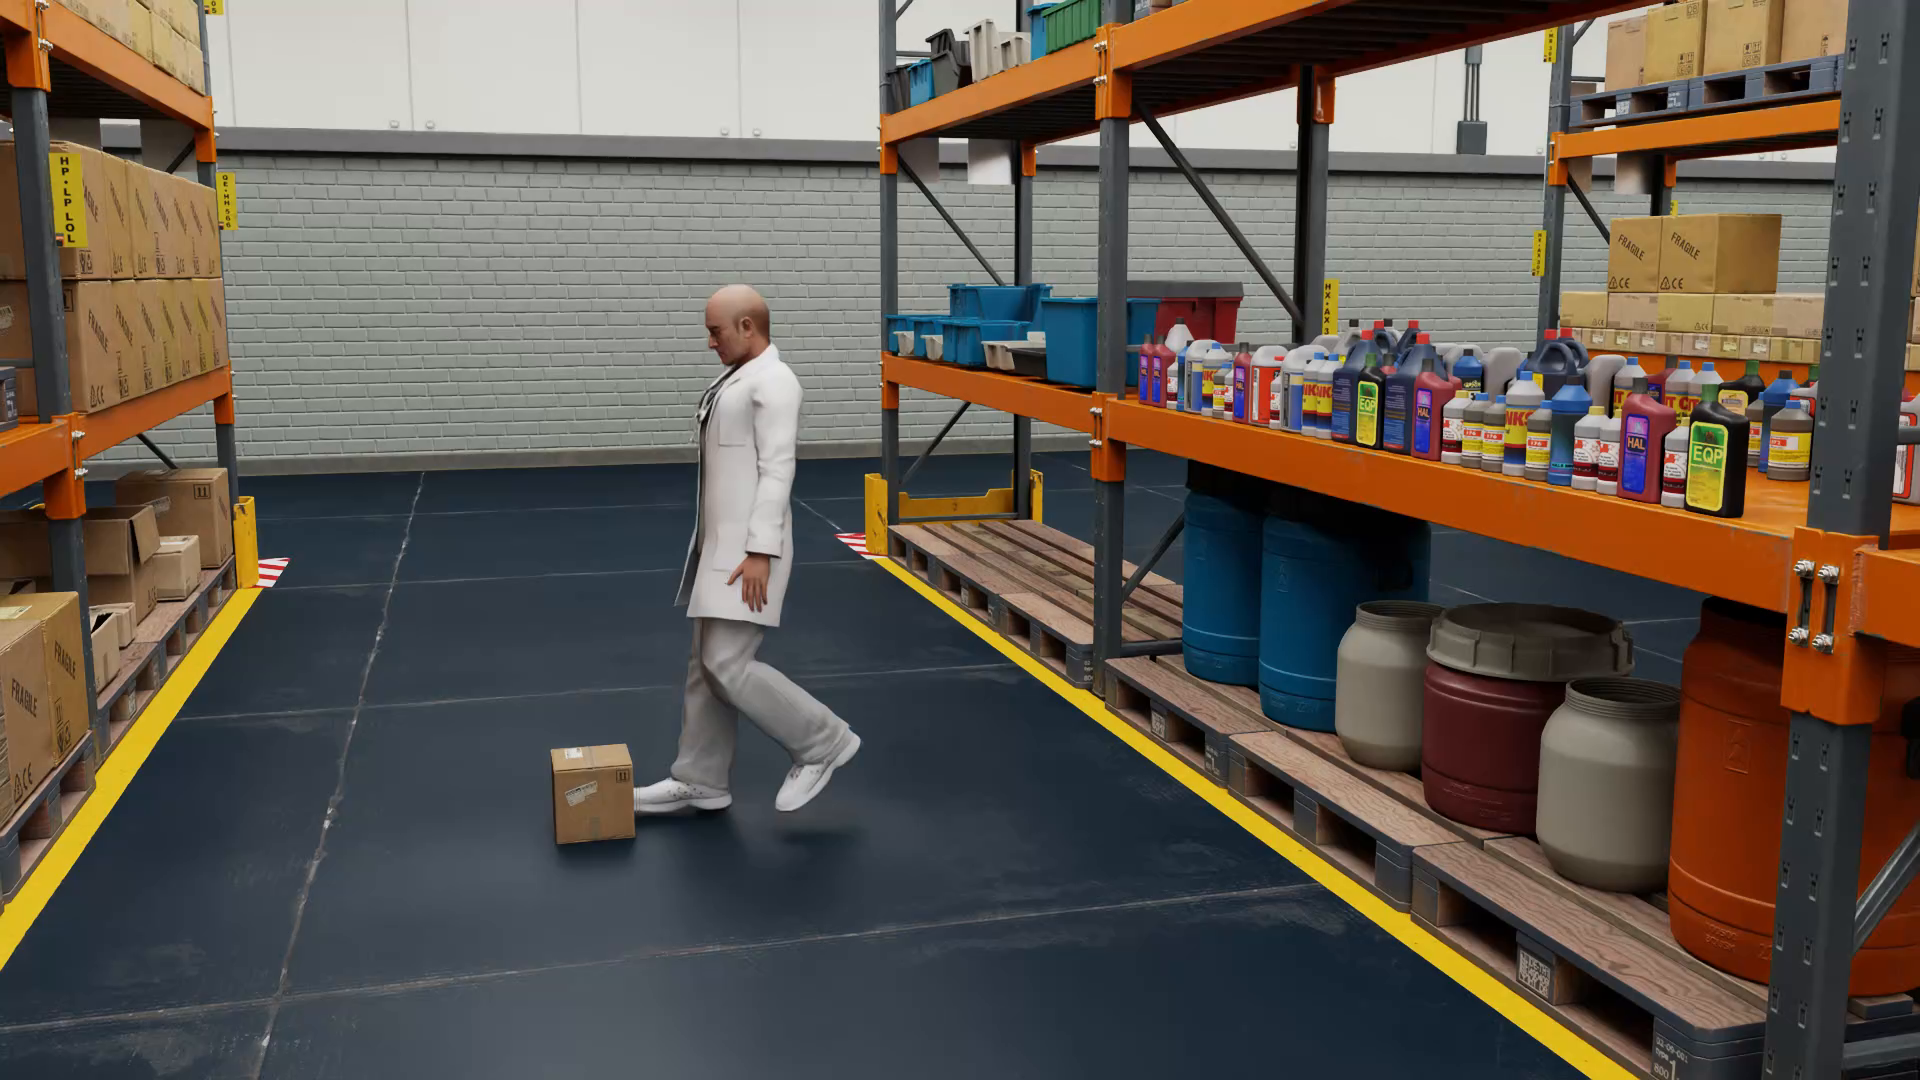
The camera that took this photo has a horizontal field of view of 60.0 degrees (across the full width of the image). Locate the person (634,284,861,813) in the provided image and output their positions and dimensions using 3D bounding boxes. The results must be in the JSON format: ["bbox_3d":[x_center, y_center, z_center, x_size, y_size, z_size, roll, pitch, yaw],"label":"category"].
[{"bbox_3d":[-0.743,0.047,5.508,0.764,1.766,0.626,-4,10,-21],"label":"person"}]
